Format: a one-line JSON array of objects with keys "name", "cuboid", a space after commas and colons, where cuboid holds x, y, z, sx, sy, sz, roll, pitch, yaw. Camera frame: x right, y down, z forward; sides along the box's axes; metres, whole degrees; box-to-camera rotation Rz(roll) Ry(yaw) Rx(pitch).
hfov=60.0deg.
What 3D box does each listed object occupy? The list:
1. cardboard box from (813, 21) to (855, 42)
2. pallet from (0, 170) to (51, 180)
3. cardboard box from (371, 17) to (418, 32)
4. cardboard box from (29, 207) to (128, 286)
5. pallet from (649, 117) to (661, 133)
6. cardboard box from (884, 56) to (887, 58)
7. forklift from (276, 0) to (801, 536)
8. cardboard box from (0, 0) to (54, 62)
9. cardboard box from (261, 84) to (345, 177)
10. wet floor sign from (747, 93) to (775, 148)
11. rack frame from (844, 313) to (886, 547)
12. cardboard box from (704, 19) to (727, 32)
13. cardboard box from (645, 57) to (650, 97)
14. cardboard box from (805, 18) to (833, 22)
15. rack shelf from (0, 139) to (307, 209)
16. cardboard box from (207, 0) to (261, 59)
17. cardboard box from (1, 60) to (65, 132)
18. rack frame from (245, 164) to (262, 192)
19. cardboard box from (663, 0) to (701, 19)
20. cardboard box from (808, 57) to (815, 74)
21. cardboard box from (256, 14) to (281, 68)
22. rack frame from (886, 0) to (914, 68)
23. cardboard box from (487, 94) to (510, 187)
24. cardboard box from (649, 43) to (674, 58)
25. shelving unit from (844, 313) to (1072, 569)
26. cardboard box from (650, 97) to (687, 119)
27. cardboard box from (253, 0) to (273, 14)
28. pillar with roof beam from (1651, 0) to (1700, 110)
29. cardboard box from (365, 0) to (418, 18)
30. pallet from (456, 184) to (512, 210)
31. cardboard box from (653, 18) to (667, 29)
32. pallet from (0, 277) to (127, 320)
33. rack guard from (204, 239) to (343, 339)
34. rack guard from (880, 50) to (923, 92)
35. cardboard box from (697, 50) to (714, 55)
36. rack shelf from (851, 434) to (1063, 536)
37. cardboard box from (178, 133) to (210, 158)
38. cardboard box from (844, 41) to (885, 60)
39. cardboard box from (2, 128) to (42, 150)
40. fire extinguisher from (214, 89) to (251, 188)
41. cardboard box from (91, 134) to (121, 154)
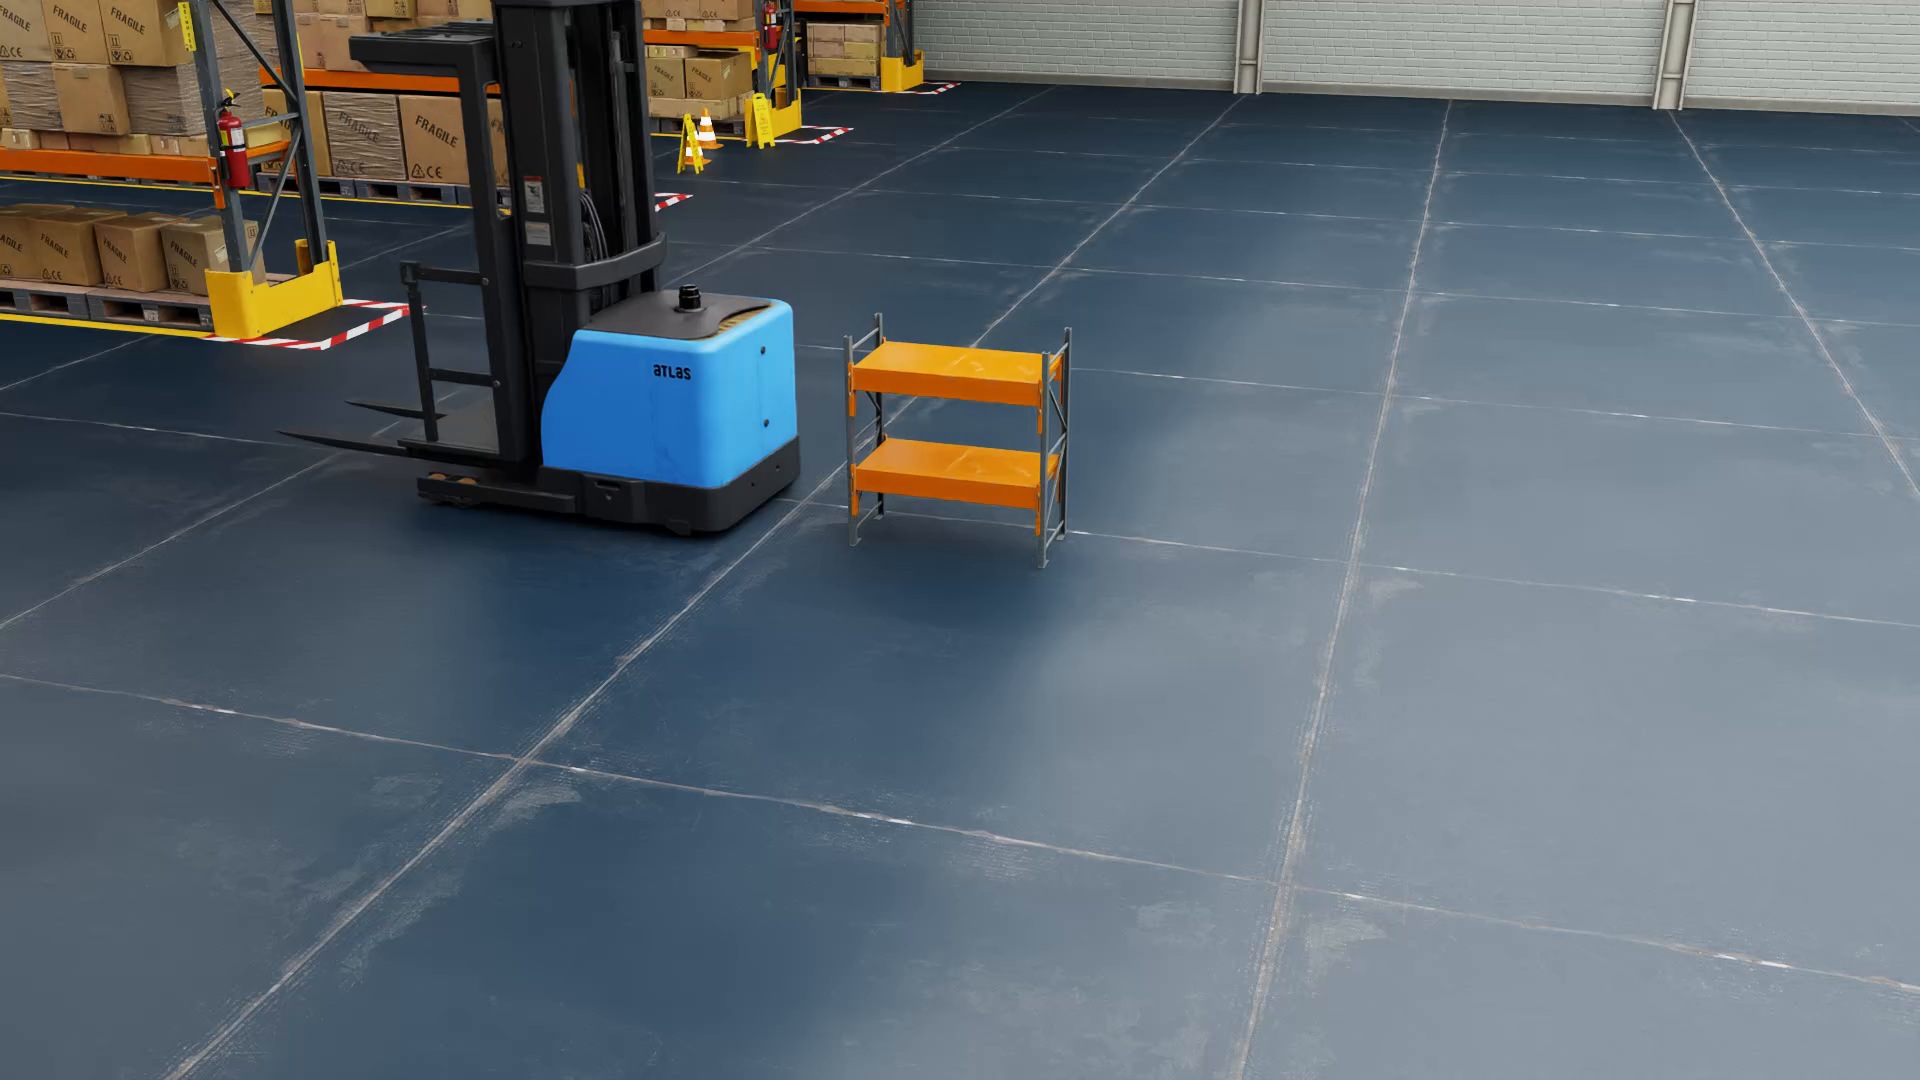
[{"name": "cardboard box", "cuboid": [-1.948, -7.884, 25.790, 0.500, 0.250, 0.500, 7, 23, 16]}, {"name": "pallet", "cuboid": [-10.616, -4.368, 19.141, 1.213, 0.211, 1.003, 7, 23, 16]}, {"name": "cardboard box", "cuboid": [-5.610, -5.191, 17.275, 0.500, 0.550, 0.875, 7, 23, 16]}, {"name": "cardboard box", "cuboid": [-6.988, -2.345, 13.274, 0.500, 0.500, 0.500, 9, 24, 20]}, {"name": "pallet", "cuboid": [-4.361, -5.659, 22.288, 1.213, 0.211, 1.003, 7, 23, 16]}, {"name": "cardboard box", "cuboid": [-1.340, -7.555, 26.307, 0.500, 0.250, 0.500, 7, 23, 16]}, {"name": "forklift", "cuboid": [-2.480, -1.708, 9.071, 3.031, 2.935, 1.130, 8, 24, 19]}, {"name": "cardboard box", "cuboid": [-6.776, -3.829, 12.312, 0.500, 0.500, 0.500, 7, 23, 16]}, {"name": "cardboard box", "cuboid": [-6.937, -4.450, 17.913, 0.875, 0.875, 0.875, 7, 23, 16]}, {"name": "wet floor sign", "cuboid": [-2.484, -5.206, 20.611, 0.232, 0.644, 0.267, 16, 27, 34]}, {"name": "rack frame", "cuboid": [-0.493, -0.577, 8.694, 0.032, 1.125, 0.500, 7, 23, 16]}, {"name": "cardboard box", "cuboid": [-3.051, -6.539, 21.090, 0.250, 0.149, 0.380, 6, 23, 15]}, {"name": "cardboard box", "cuboid": [-4.181, -6.081, 21.723, 0.500, 0.500, 0.500, 6, 23, 14]}, {"name": "cardboard box", "cuboid": [-2.287, -8.127, 26.382, 0.500, 0.250, 0.500, 6, 23, 15]}, {"name": "rack shelf", "cuboid": [-7.134, -2.990, 13.056, 4.000, 0.370, 1.077, 7, 23, 16]}, {"name": "cardboard box", "cuboid": [-5.667, -3.910, 12.508, 0.500, 0.500, 0.500, 7, 23, 16]}, {"name": "cardboard box", "cuboid": [-6.718, -3.440, 12.680, 0.500, 0.500, 0.875, 7, 23, 16]}, {"name": "rack frame", "cuboid": [-7.519, -5.333, 17.820, 0.127, 3.000, 1.000, 7, 23, 16]}, {"name": "cardboard box", "cuboid": [-3.434, -6.904, 21.126, 0.500, 0.500, 0.500, 7, 23, 16]}, {"name": "cardboard box", "cuboid": [-2.417, -7.483, 26.131, 0.500, 0.250, 0.500, 7, 23, 16]}, {"name": "cardboard box", "cuboid": [-7.163, -5.367, 17.703, 0.550, 0.550, 0.875, 7, 23, 16]}, {"name": "rack frame", "cuboid": [-0.927, -8.508, 25.560, 0.127, 3.000, 1.000, 7, 23, 16]}, {"name": "cardboard box", "cuboid": [-4.358, -4.157, 17.197, 0.875, 0.875, 0.875, 7, 23, 16]}, {"name": "cardboard box", "cuboid": [-3.810, -6.311, 21.431, 0.250, 0.149, 0.380, 7, 23, 16]}, {"name": "shelving unit", "cuboid": [-0.006, -0.521, 8.558, 1.048, 1.125, 0.538, 7, 23, 16]}, {"name": "cardboard box", "cuboid": [-3.702, -5.677, 21.728, 0.500, 0.250, 0.500, 7, 23, 16]}, {"name": "cardboard box", "cuboid": [-7.176, -5.850, 17.457, 0.550, 0.550, 0.875, 7, 23, 16]}, {"name": "pillar with roof beam", "cuboid": [8.912, -8.808, 18.386, 0.400, 9.000, 9.100, 7, 23, 16]}, {"name": "cardboard box", "cuboid": [-5.629, -5.667, 17.013, 0.500, 0.550, 0.875, 7, 23, 16]}, {"name": "pallet", "cuboid": [-4.478, -3.664, 17.425, 1.213, 0.211, 1.003, 7, 23, 15]}, {"name": "cardboard box", "cuboid": [-3.750, -6.671, 21.412, 0.250, 0.149, 0.380, 7, 23, 16]}, {"name": "pallet", "cuboid": [-7.224, -2.059, 13.510, 1.213, 0.211, 1.003, 7, 23, 16]}, {"name": "rack guard", "cuboid": [-5.292, -1.956, 12.879, 0.348, 0.500, 1.175, 7, 23, 16]}, {"name": "rack guard", "cuboid": [-0.904, -7.349, 26.028, 0.348, 0.500, 1.175, 7, 23, 16]}, {"name": "cardboard box", "cuboid": [-3.574, -6.221, 22.064, 0.500, 0.500, 0.500, 6, 23, 14]}, {"name": "rack shelf", "cuboid": [-0.006, -0.295, 8.651, 1.000, 0.278, 0.538, 7, 23, 16]}, {"name": "cardboard box", "cuboid": [-5.552, -2.944, 12.326, 0.250, 0.149, 0.380, 7, 23, 16]}, {"name": "cardboard box", "cuboid": [-1.483, -7.602, 25.760, 0.500, 0.250, 0.500, 6, 23, 15]}, {"name": "cardboard box", "cuboid": [-7.018, -3.070, 12.633, 0.250, 0.149, 0.380, 7, 23, 16]}, {"name": "fire extinguisher", "cuboid": [-5.243, -2.888, 11.960, 0.183, 0.674, 0.296, 7, 23, 16]}, {"name": "cardboard box", "cuboid": [-6.280, -3.013, 12.495, 0.250, 0.149, 0.380, 7, 23, 16]}]
